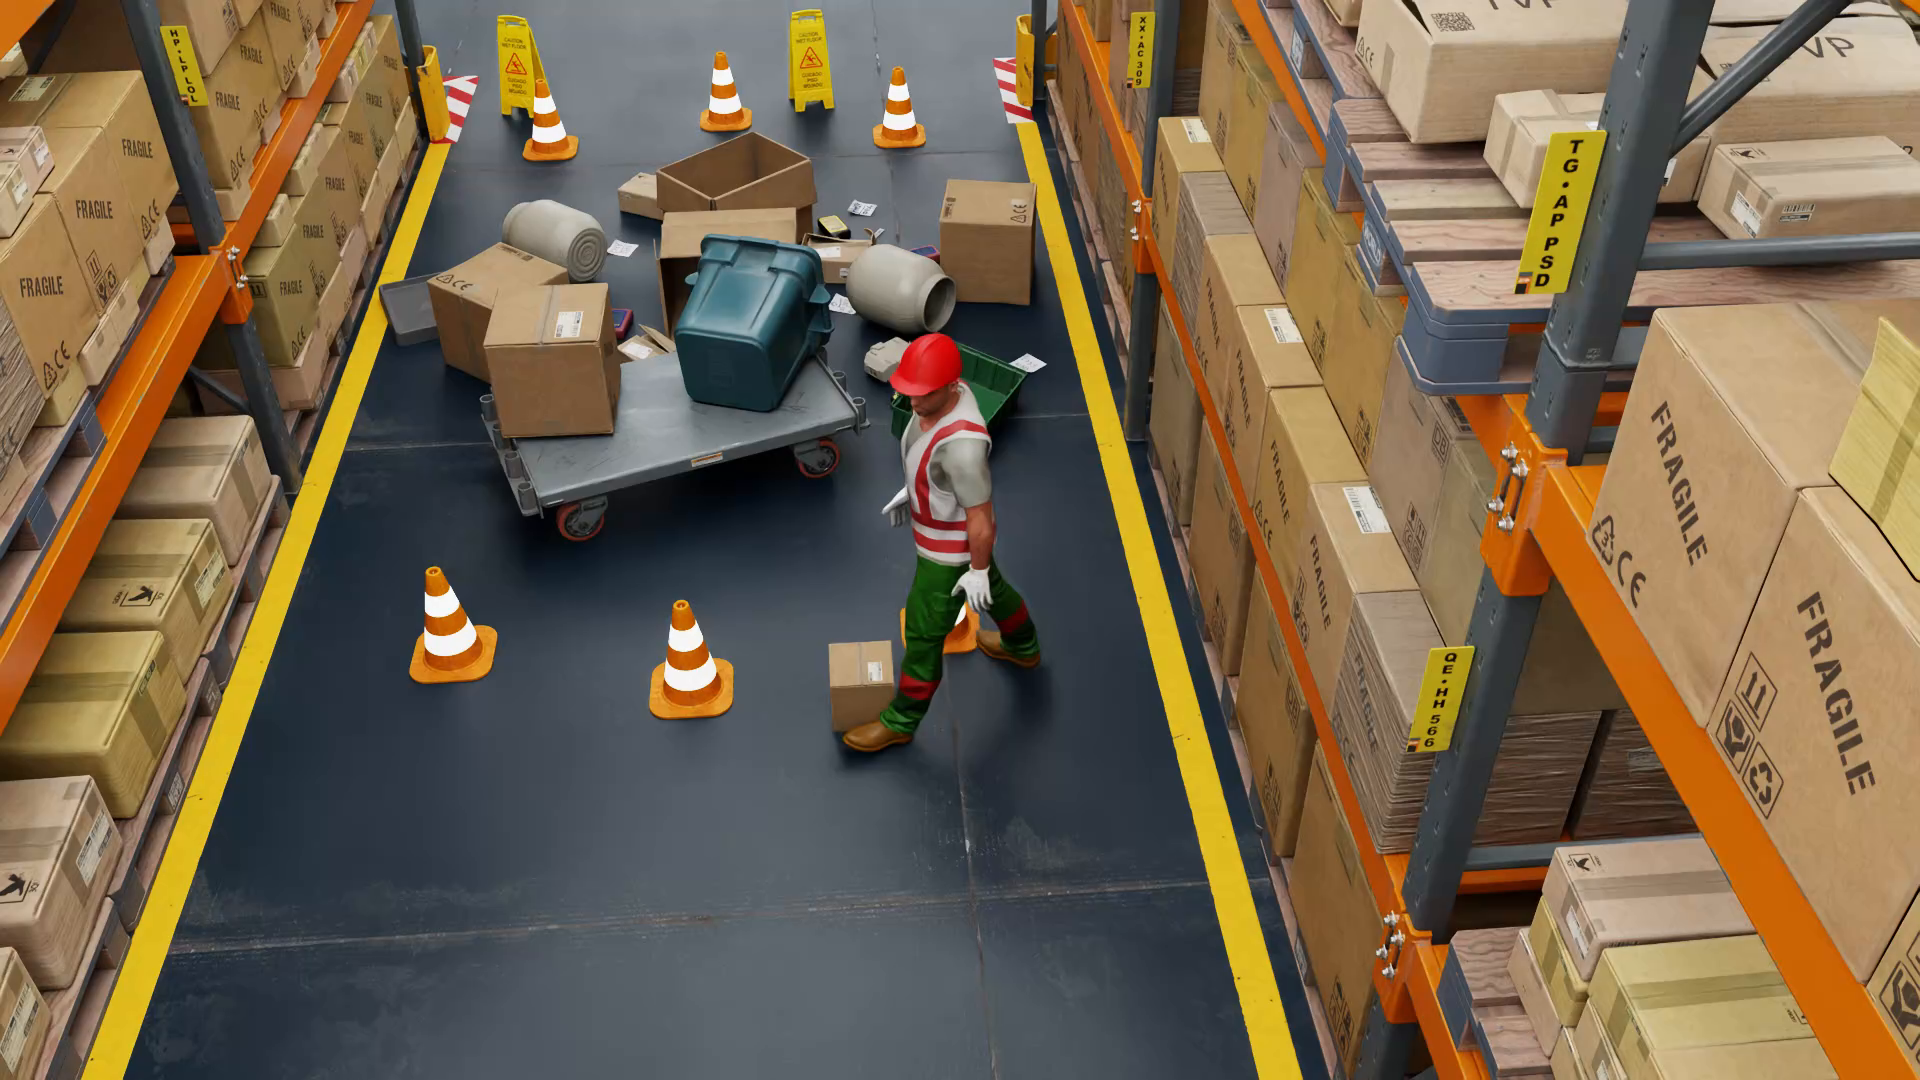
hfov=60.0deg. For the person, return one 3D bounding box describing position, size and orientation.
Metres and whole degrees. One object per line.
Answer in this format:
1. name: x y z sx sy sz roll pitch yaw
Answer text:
1. person: -0.067 -0.032 6.199 0.842 1.772 0.648 -4 39 -5
